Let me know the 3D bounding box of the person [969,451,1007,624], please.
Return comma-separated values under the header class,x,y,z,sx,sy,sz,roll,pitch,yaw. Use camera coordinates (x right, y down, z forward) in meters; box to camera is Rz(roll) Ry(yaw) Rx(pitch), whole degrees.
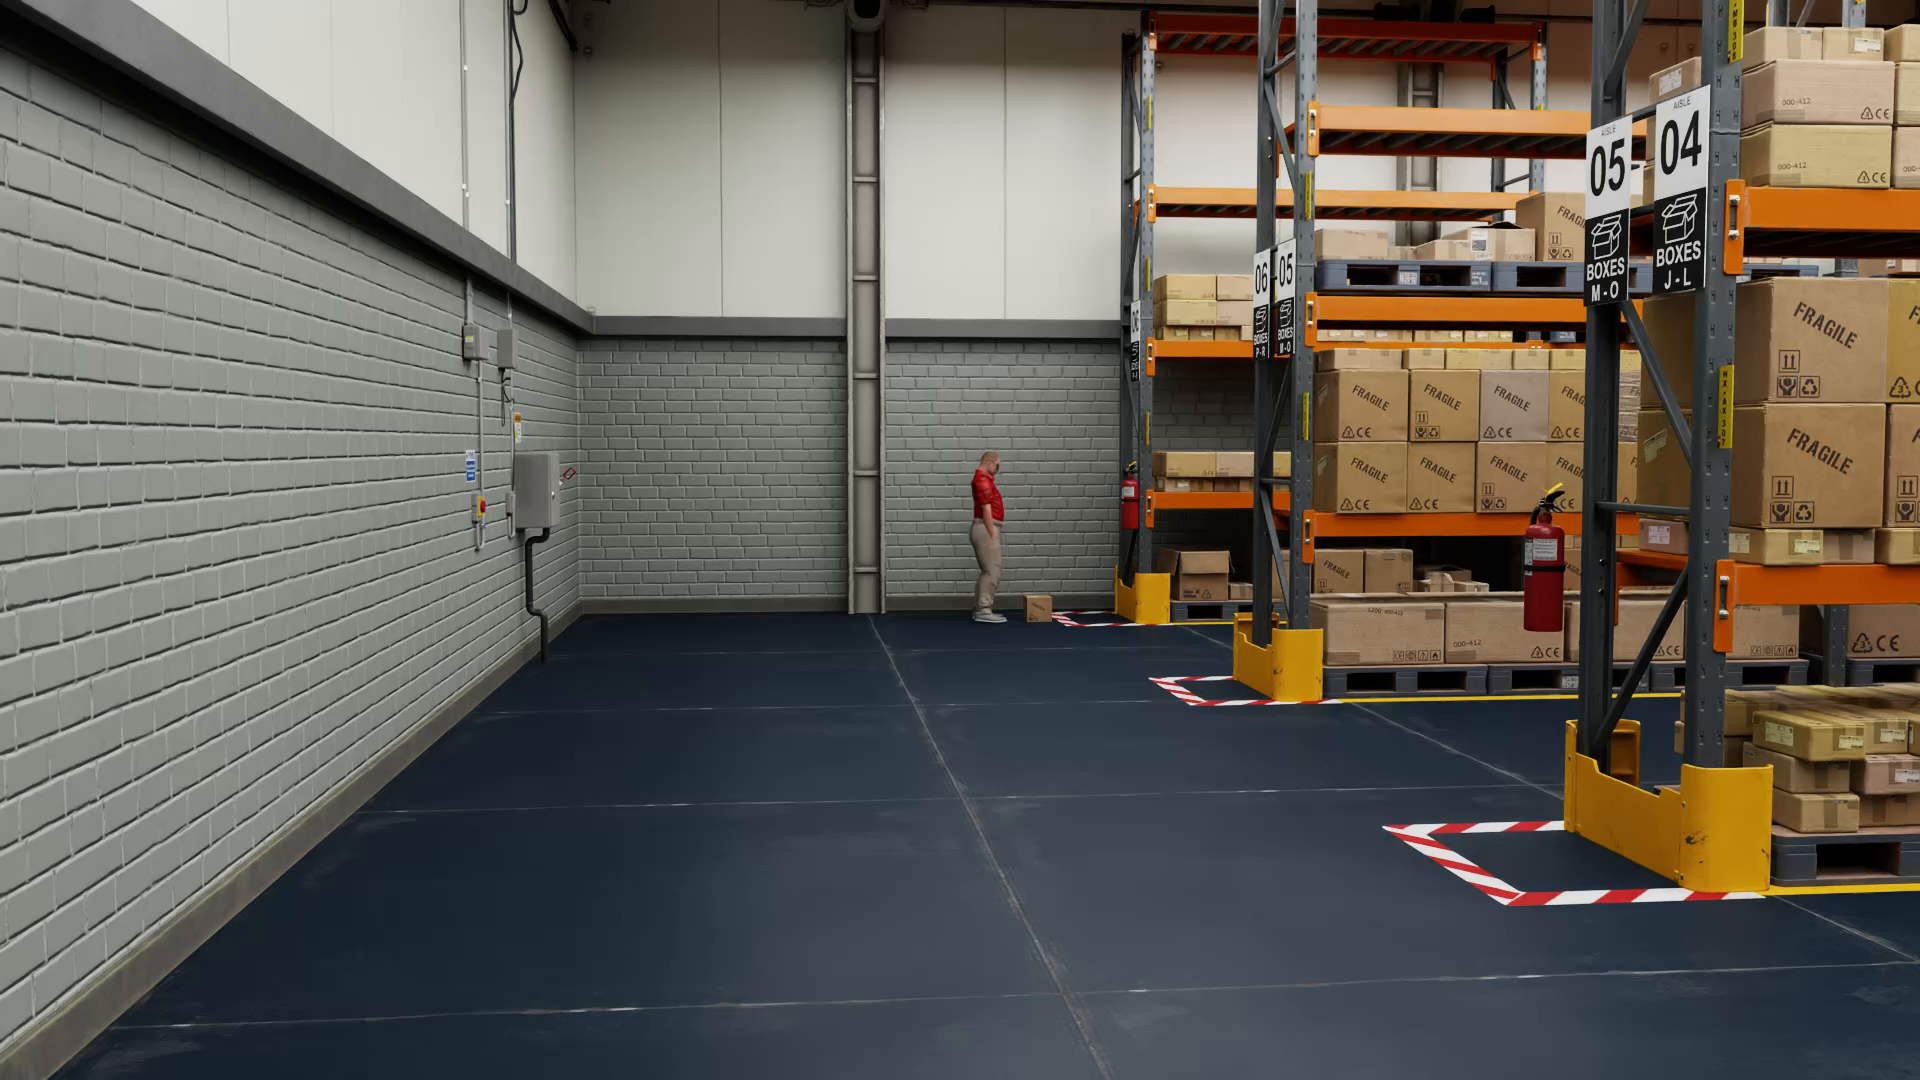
class,x,y,z,sx,sy,sz,roll,pitch,yaw
person,0.275,-0.034,16.694,0.363,1.715,0.536,0,3,-5
